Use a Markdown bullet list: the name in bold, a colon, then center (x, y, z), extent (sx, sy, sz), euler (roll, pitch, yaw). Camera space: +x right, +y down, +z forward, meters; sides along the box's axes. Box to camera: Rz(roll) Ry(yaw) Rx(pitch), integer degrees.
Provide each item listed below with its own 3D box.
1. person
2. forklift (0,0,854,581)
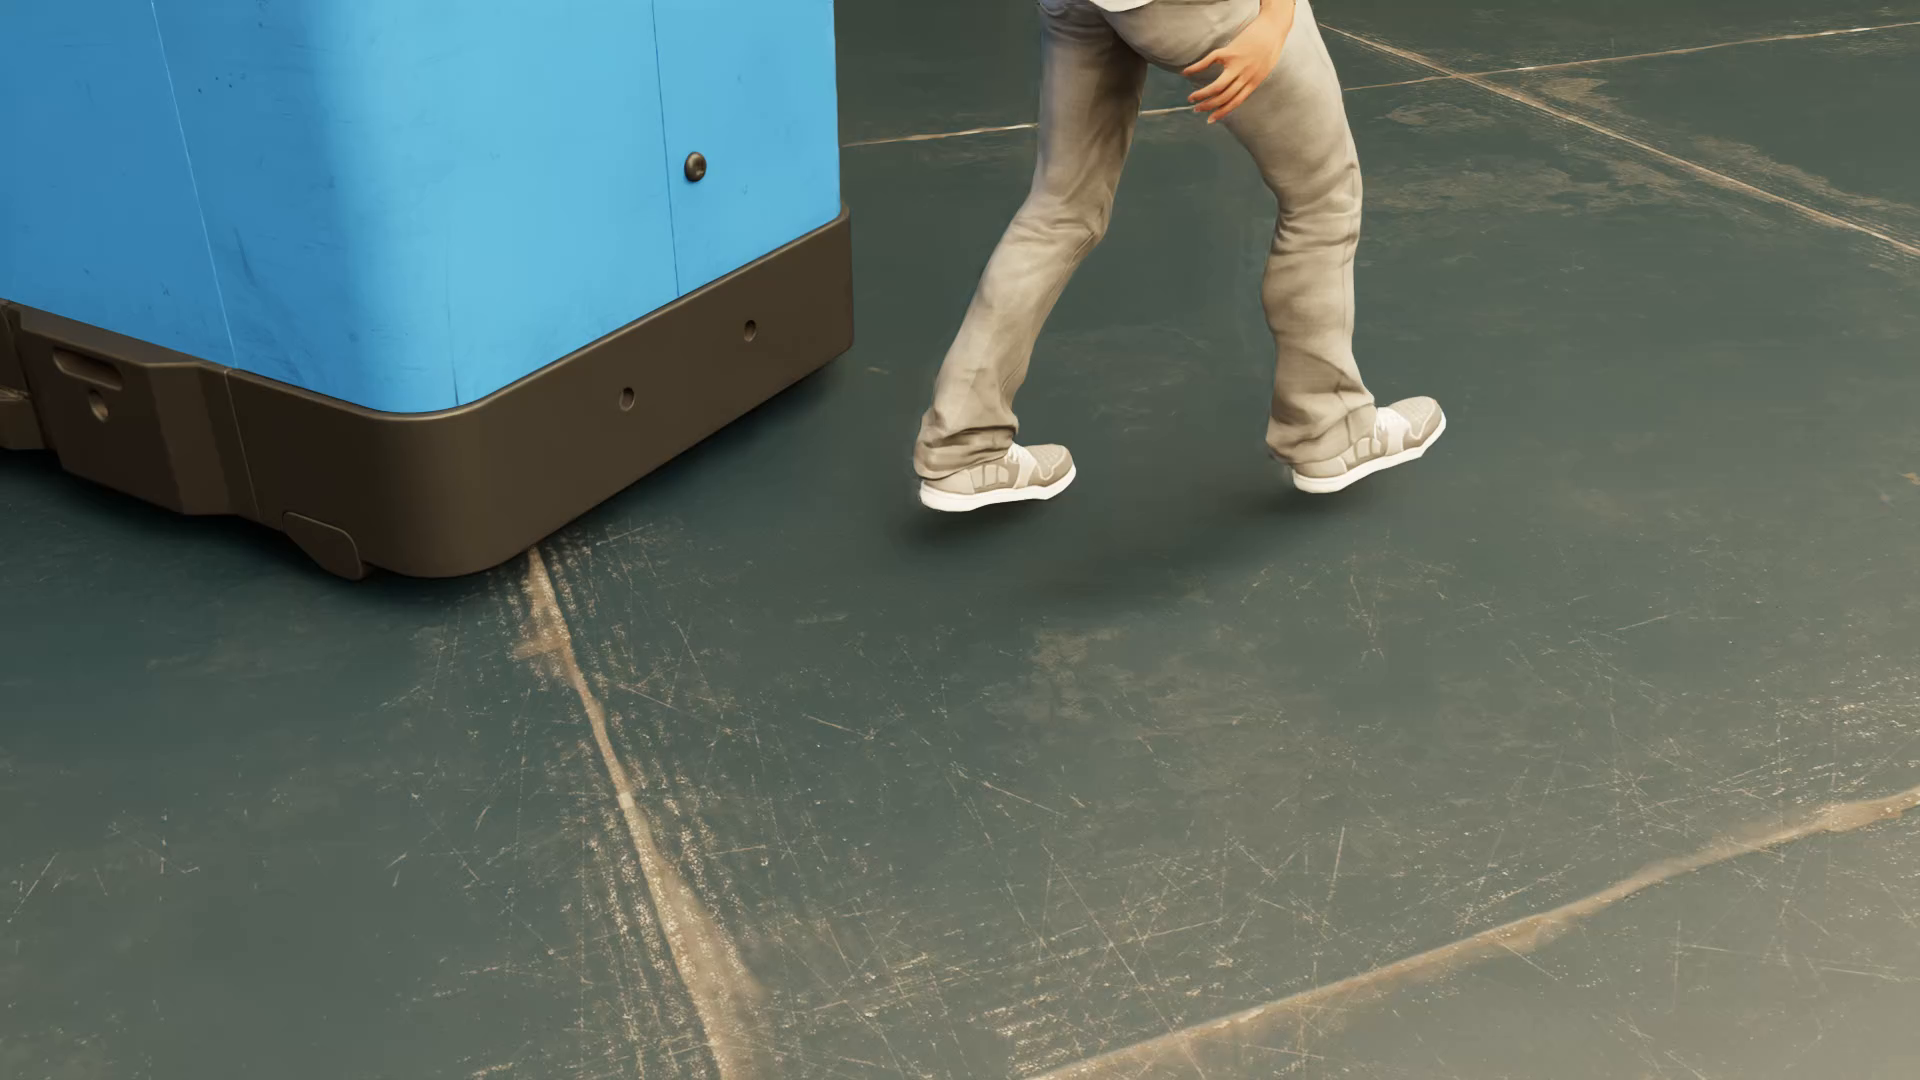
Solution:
- **person**: center (0.345, -0.741, 2.176), extent (0.806, 1.544, 0.529), euler (-17, 34, -27)
- **forklift**: center (-1.723, -1.740, 2.593), extent (3.031, 2.935, 1.130), euler (16, 33, 26)
